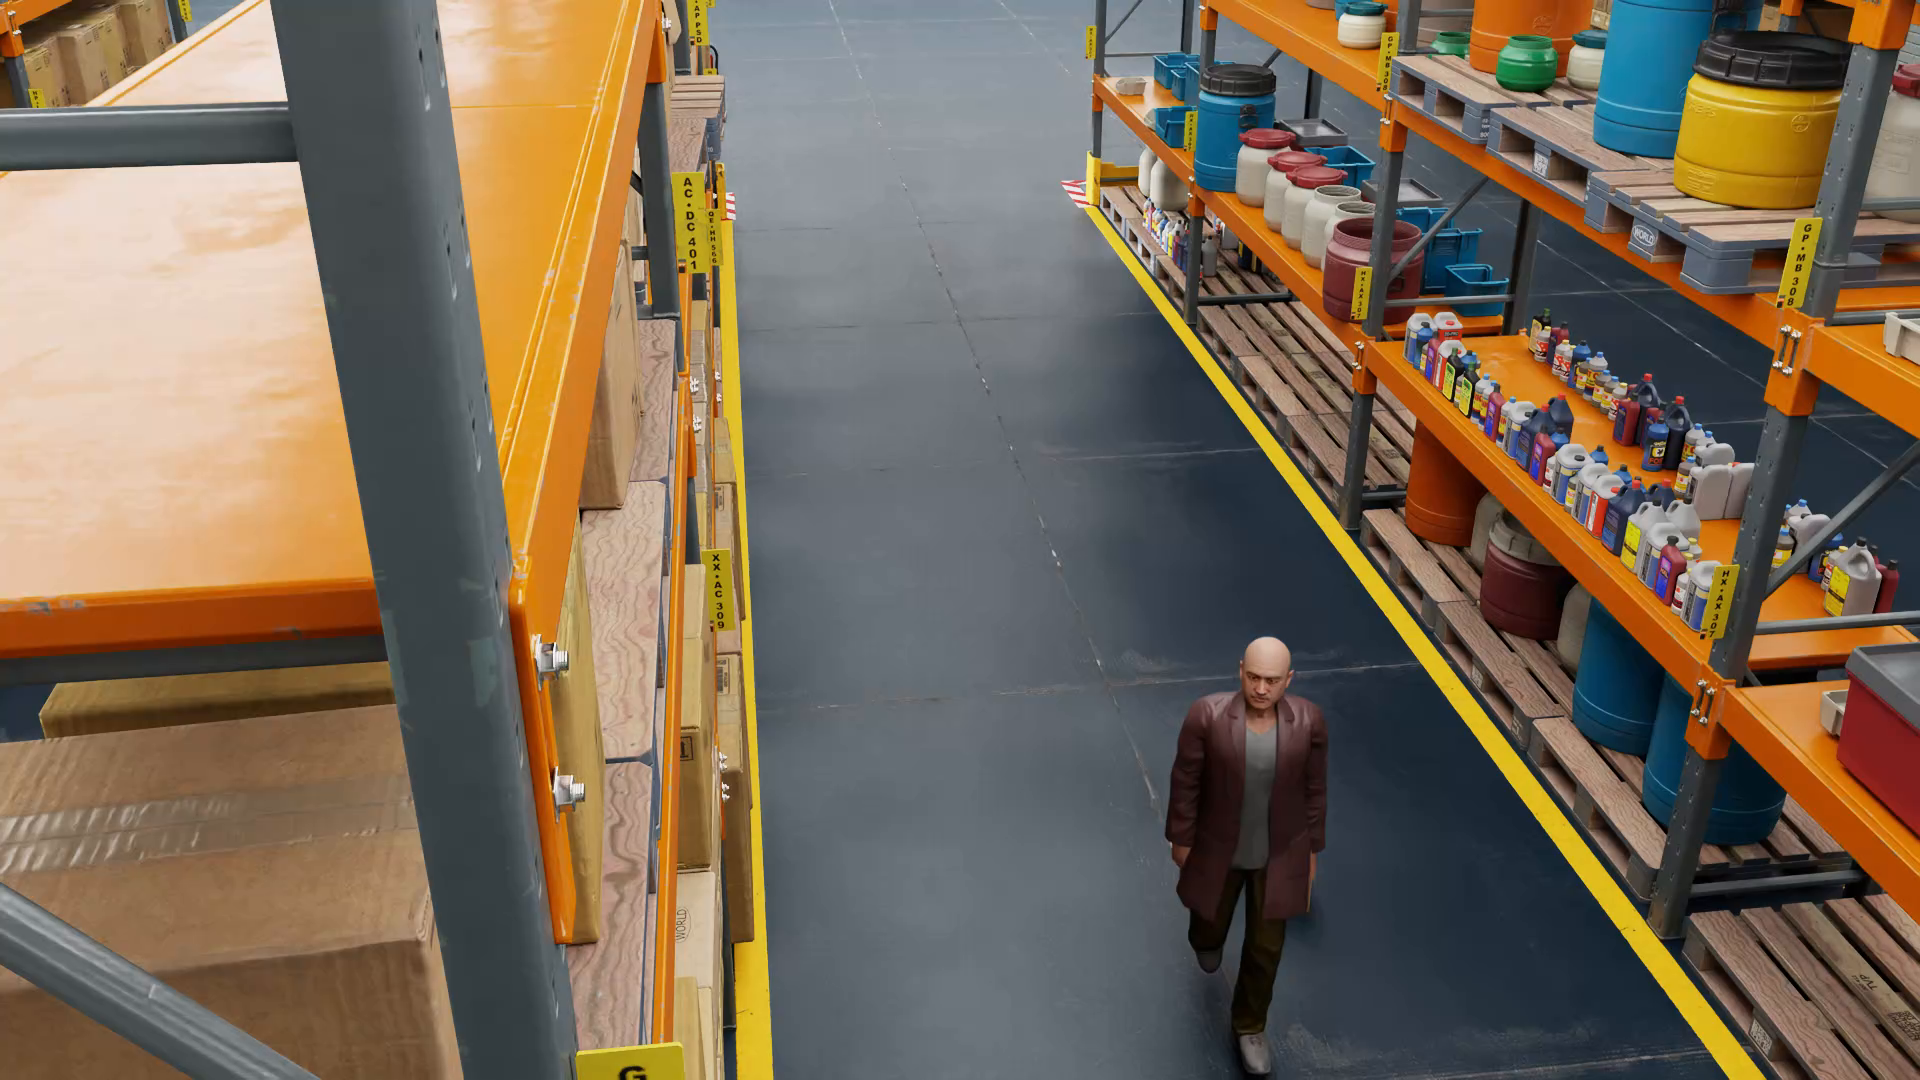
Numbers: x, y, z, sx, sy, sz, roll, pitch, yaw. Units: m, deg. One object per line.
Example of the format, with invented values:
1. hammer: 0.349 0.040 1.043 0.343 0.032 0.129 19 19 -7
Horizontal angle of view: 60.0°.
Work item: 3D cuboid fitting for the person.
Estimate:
1. person: 1.089 1.222 6.403 0.605 1.546 0.780 3 27 6
